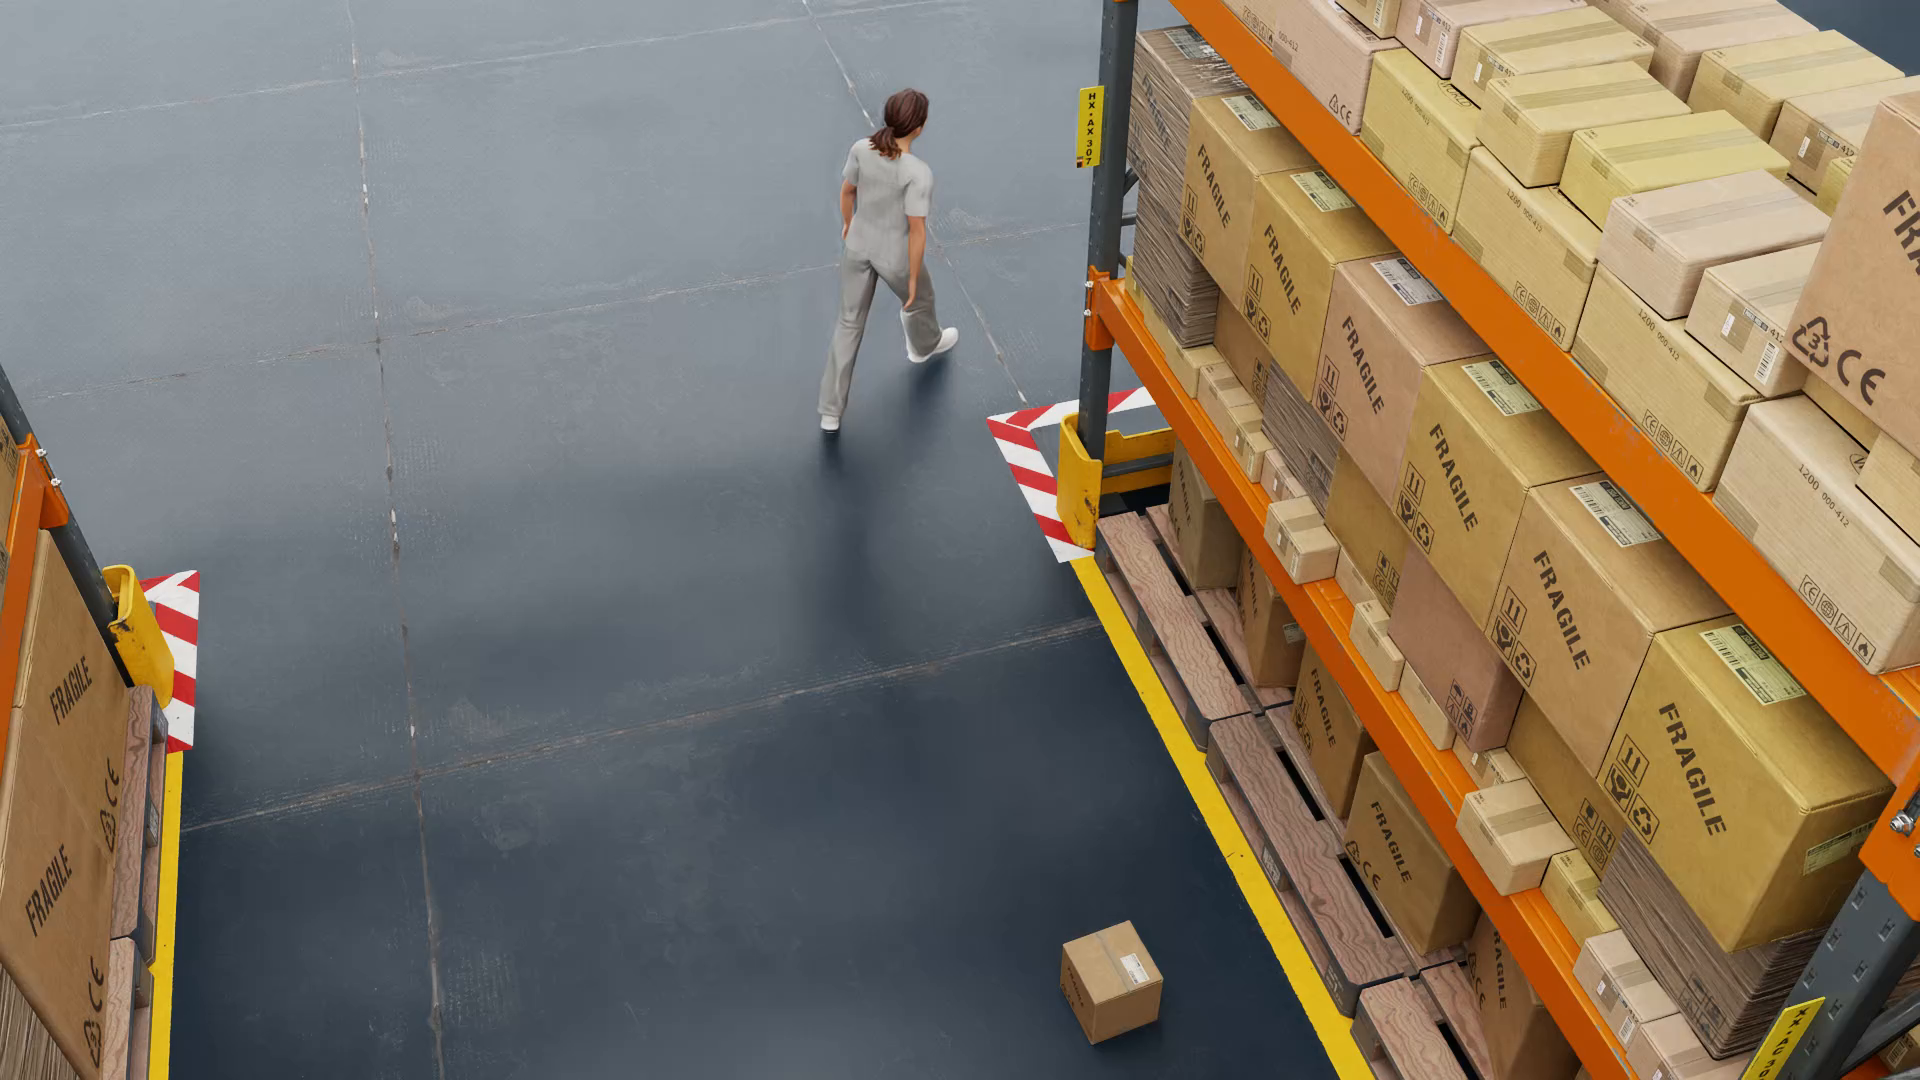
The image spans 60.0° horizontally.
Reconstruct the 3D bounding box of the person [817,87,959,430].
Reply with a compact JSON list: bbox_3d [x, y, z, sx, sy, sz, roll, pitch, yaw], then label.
[{"bbox_3d":[-0.341,-1.344,7.645,0.527,1.606,1.008,15,44,15],"label":"person"}]
